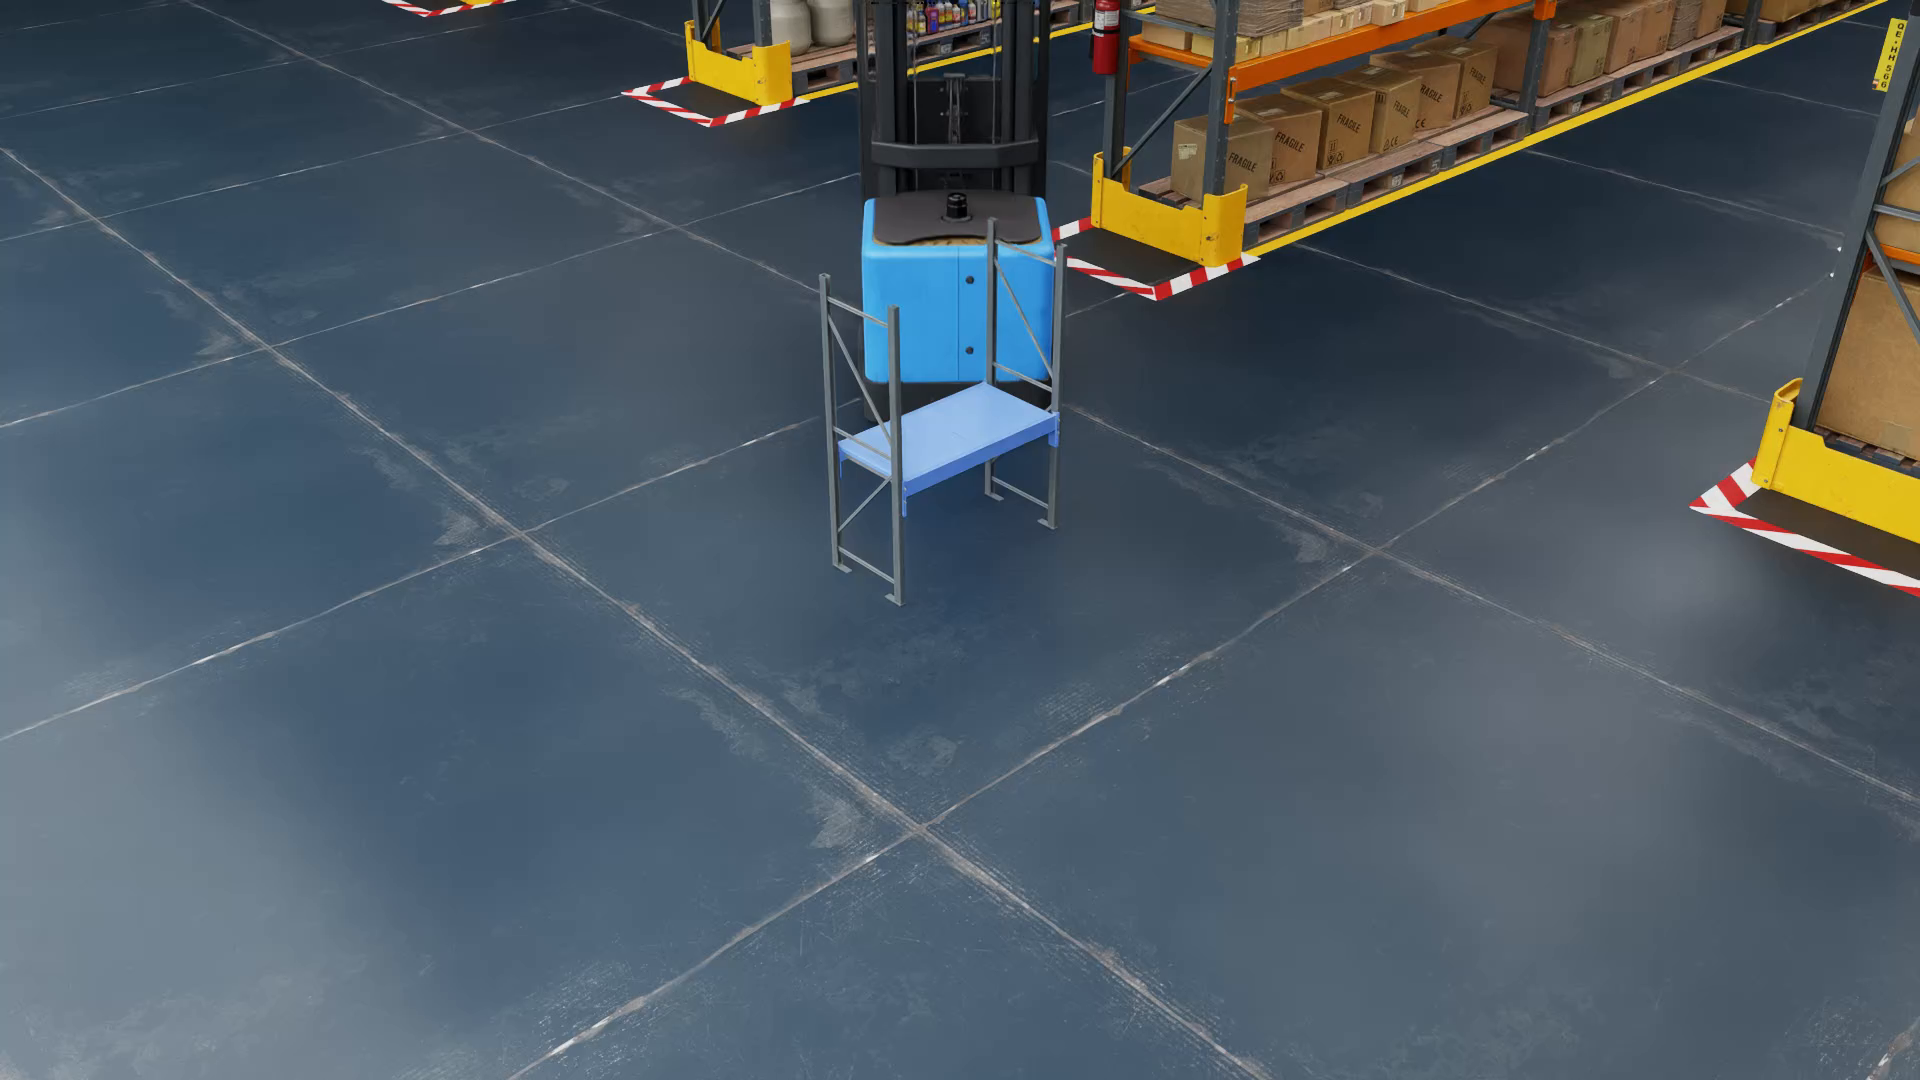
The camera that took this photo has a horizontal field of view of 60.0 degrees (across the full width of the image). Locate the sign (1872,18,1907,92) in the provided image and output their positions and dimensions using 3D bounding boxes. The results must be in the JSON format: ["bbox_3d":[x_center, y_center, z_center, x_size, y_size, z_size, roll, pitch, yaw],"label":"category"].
[{"bbox_3d":[4.323,-2.244,7.707,0.005,0.325,0.100,-26,40,-35],"label":"sign"}]

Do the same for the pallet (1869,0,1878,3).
[{"bbox_3d":[9.668,-6.134,18.079,1.213,0.211,1.003,-26,40,-35],"label":"pallet"}]

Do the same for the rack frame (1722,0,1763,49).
[{"bbox_3d":[7.249,-6.207,15.526,0.127,3.000,1.000,-26,40,-35],"label":"rack frame"}]

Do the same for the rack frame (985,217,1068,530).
[{"bbox_3d":[0.310,-0.790,8.104,0.032,1.500,0.500,-26,40,-35],"label":"rack frame"}]

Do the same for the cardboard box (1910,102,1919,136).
[{"bbox_3d":[4.980,-2.078,7.594,0.550,0.550,0.875,-26,40,-35],"label":"cardboard box"}]

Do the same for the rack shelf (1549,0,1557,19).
[{"bbox_3d":[5.783,-5.191,14.553,4.000,0.370,1.077,-26,40,-35],"label":"rack shelf"}]

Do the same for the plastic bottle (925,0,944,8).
[{"bbox_3d":[-0.257,-5.316,16.257,0.135,0.276,0.152,-26,40,-35],"label":"plastic bottle"}]

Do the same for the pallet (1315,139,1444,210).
[{"bbox_3d":[2.953,-2.912,12.810,1.213,0.211,1.003,-26,40,-35],"label":"pallet"}]

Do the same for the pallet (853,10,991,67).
[{"bbox_3d":[-0.467,-4.836,15.957,1.213,0.211,1.003,-26,40,-35],"label":"pallet"}]

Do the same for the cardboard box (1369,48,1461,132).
[{"bbox_3d":[3.581,-3.569,13.204,0.500,0.500,0.500,-13,34,-21],"label":"cardboard box"}]

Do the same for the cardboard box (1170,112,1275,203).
[{"bbox_3d":[1.852,-2.697,11.780,0.500,0.500,0.500,-18,36,-27],"label":"cardboard box"}]

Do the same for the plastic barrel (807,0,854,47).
[{"bbox_3d":[-1.186,-4.823,15.244,0.421,0.512,0.421,0,31,0],"label":"plastic barrel"}]

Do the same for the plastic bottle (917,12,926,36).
[{"bbox_3d":[-0.367,-4.819,15.516,0.097,0.201,0.097,0,31,0],"label":"plastic bottle"}]

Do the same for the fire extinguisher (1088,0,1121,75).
[{"bbox_3d":[0.986,-3.472,11.127,0.183,0.674,0.296,-26,40,-35],"label":"fire extinguisher"}]

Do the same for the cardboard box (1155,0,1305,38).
[{"bbox_3d":[1.805,-3.724,11.083,0.500,0.500,0.875,-26,40,-35],"label":"cardboard box"}]

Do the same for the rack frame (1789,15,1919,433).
[{"bbox_3d":[4.681,-1.436,7.724,0.127,3.000,1.000,-26,40,-35],"label":"rack frame"}]

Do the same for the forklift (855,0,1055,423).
[{"bbox_3d":[-0.046,-2.631,9.743,1.130,2.935,3.031,-1,31,-1],"label":"forklift"}]

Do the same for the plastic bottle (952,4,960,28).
[{"bbox_3d":[-0.046,-4.974,15.770,0.097,0.201,0.097,0,31,0],"label":"plastic bottle"}]

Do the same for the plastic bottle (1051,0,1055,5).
[{"bbox_3d":[0.894,-5.429,16.514,0.097,0.201,0.097,0,31,0],"label":"plastic bottle"}]

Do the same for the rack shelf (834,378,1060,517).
[{"bbox_3d":[-0.063,-0.456,7.903,1.000,0.185,0.538,-26,40,-35],"label":"rack shelf"}]

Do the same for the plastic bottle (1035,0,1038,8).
[{"bbox_3d":[0.672,-5.402,16.326,0.185,0.351,0.144,-27,41,-37],"label":"plastic bottle"}]

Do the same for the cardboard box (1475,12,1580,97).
[{"bbox_3d":[4.781,-4.119,14.086,0.700,0.500,0.500,26,40,35],"label":"cardboard box"}]

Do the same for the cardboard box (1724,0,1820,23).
[{"bbox_3d":[7.769,-5.717,16.358,1.225,0.875,0.875,27,41,37],"label":"cardboard box"}]

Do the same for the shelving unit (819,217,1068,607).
[{"bbox_3d":[-0.063,-0.610,7.809,1.048,1.500,0.538,-26,40,-35],"label":"shelving unit"}]

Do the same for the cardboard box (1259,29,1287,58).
[{"bbox_3d":[1.950,-3.354,11.100,0.250,0.149,0.380,-26,40,-35],"label":"cardboard box"}]

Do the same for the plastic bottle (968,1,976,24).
[{"bbox_3d":[0.105,-5.047,15.889,0.097,0.201,0.097,0,31,0],"label":"plastic bottle"}]

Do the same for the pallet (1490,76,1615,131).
[{"bbox_3d":[4.886,-3.876,14.386,1.213,0.211,1.003,-26,40,-35],"label":"pallet"}]

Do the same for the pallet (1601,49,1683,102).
[{"bbox_3d":[5.781,-4.310,15.097,1.213,0.211,1.003,-26,40,-35],"label":"pallet"}]

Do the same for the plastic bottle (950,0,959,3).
[{"bbox_3d":[-0.064,-5.546,16.562,0.144,0.351,0.185,27,41,37],"label":"plastic bottle"}]

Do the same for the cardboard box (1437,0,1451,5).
[{"bbox_3d":[3.408,-4.068,12.268,0.250,0.149,0.380,-26,40,-35],"label":"cardboard box"}]

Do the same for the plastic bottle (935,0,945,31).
[{"bbox_3d":[-0.192,-4.934,15.636,0.097,0.271,0.097,0,31,0],"label":"plastic bottle"}]

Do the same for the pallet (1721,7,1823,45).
[{"bbox_3d":[7.879,-5.268,16.663,1.213,0.211,1.003,-26,40,-35],"label":"pallet"}]

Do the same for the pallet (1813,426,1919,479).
[{"bbox_3d":[5.214,-0.560,8.964,1.213,0.211,1.003,-26,40,-35],"label":"pallet"}]

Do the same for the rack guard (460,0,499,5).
[{"bbox_3d":[-5.367,-6.086,17.723,0.348,0.500,1.175,-26,40,-35],"label":"rack guard"}]

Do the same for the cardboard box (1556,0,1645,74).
[{"bbox_3d":[5.553,-4.480,14.675,0.700,0.500,0.500,25,40,35],"label":"cardboard box"}]

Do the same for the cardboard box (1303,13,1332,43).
[{"bbox_3d":[2.313,-3.533,11.394,0.250,0.149,0.380,-26,40,-35],"label":"cardboard box"}]

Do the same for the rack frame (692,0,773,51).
[{"bbox_3d":[-1.985,-5.264,13.984,0.127,3.000,1.000,-26,40,-35],"label":"rack frame"}]

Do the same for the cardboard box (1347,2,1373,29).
[{"bbox_3d":[2.666,-3.718,11.696,0.250,0.149,0.380,-26,40,-35],"label":"cardboard box"}]

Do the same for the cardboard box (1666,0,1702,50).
[{"bbox_3d":[6.373,-4.882,15.332,0.700,0.500,0.500,25,40,35],"label":"cardboard box"}]

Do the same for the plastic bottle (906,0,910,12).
[{"bbox_3d":[-0.532,-5.164,16.081,0.097,0.201,0.097,0,31,0],"label":"plastic bottle"}]

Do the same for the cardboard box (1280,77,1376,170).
[{"bbox_3d":[2.739,-3.137,12.499,0.500,0.500,0.500,-22,38,-31],"label":"cardboard box"}]

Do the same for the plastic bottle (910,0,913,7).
[{"bbox_3d":[-0.512,-5.329,16.208,0.185,0.351,0.144,-24,39,-34],"label":"plastic bottle"}]

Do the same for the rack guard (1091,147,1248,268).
[{"bbox_3d":[1.439,-2.330,11.581,0.348,0.500,1.175,-26,40,-35],"label":"rack guard"}]

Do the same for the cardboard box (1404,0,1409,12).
[{"bbox_3d":[3.013,-3.907,12.004,0.250,0.149,0.380,-26,40,-35],"label":"cardboard box"}]

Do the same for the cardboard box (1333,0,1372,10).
[{"bbox_3d":[2.486,-4.108,11.712,0.500,0.500,0.875,-26,40,-35],"label":"cardboard box"}]

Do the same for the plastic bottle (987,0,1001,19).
[{"bbox_3d":[0.295,-5.219,16.028,0.185,0.351,0.144,-26,40,-36],"label":"plastic bottle"}]
